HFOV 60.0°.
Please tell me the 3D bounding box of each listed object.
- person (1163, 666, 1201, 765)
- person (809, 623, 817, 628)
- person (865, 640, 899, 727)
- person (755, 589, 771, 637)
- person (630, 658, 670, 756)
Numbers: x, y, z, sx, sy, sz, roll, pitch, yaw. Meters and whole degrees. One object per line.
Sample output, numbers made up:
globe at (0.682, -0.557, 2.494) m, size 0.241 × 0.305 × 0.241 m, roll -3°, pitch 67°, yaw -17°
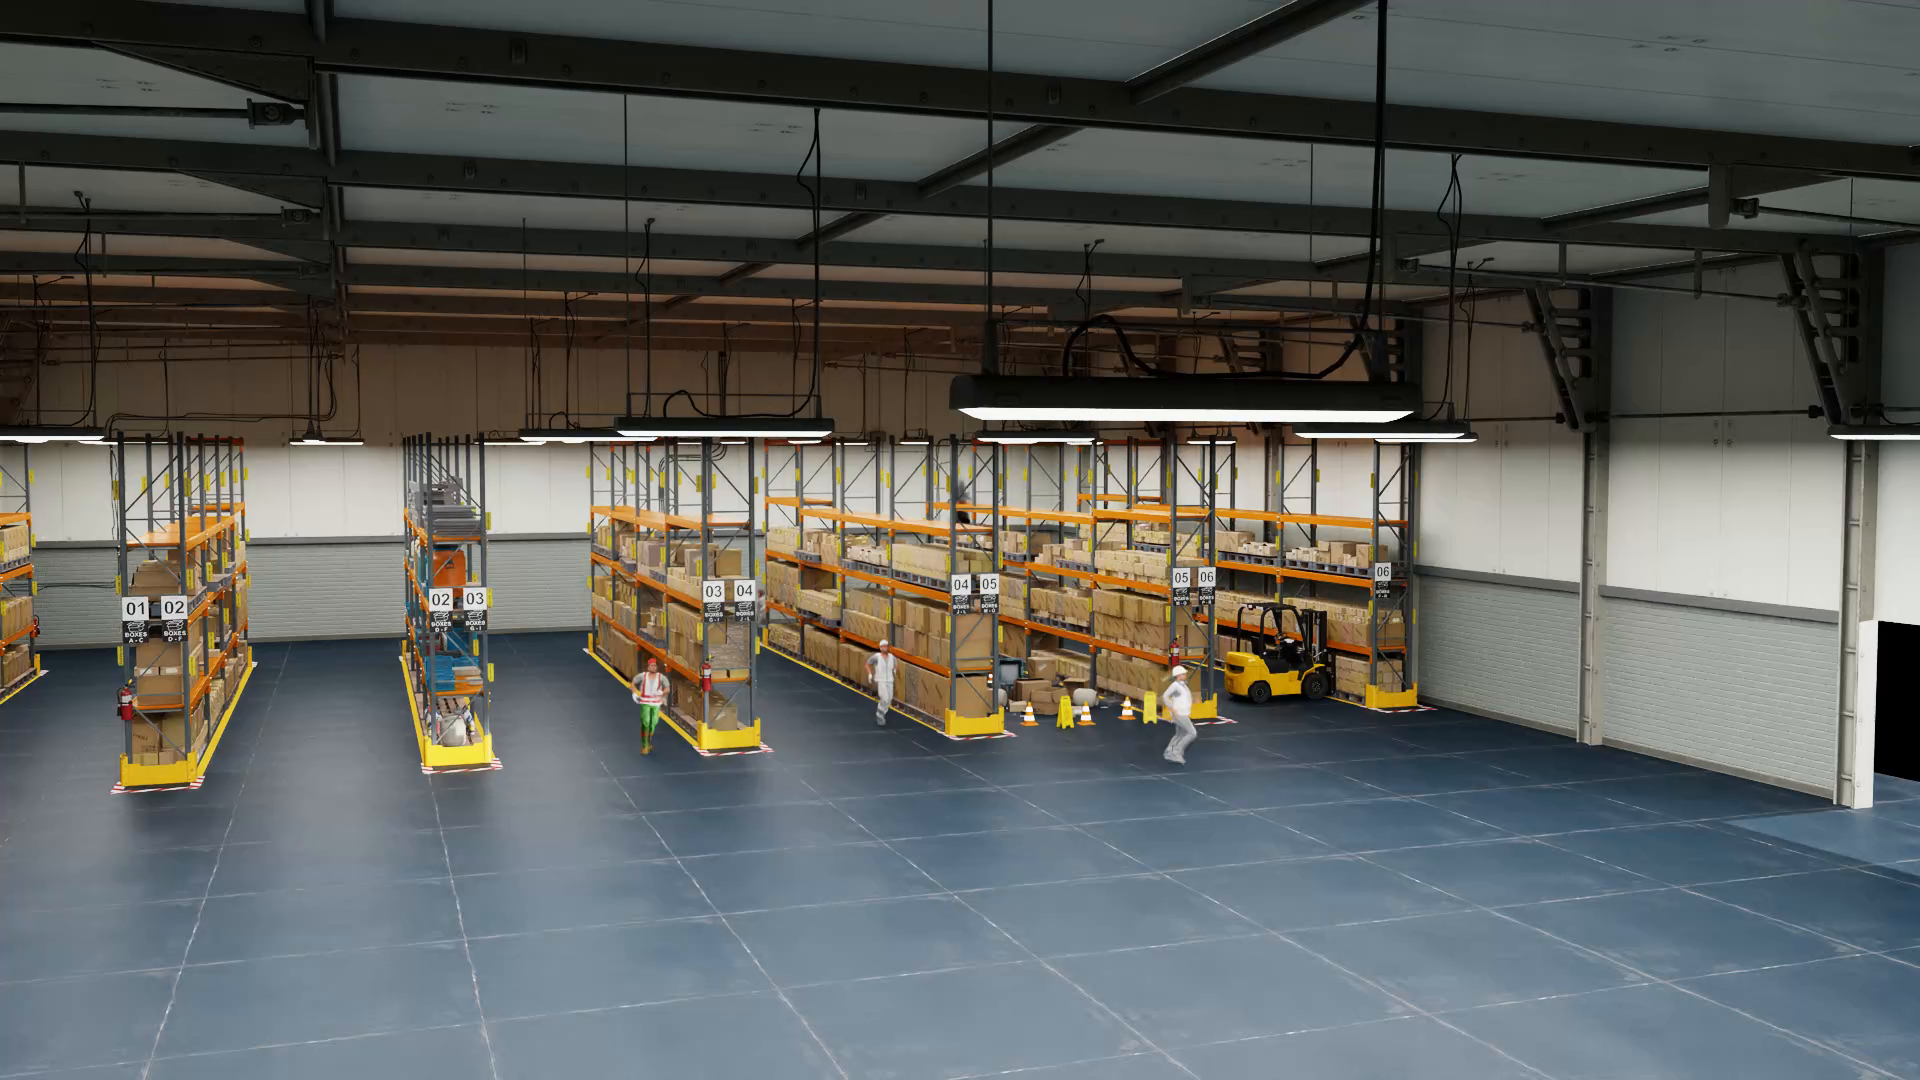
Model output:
person at (4.017, 3.171, 30.104) m, size 0.694 × 1.771 × 0.631 m, roll 1°, pitch 3°, yaw 20°
person at (-4.255, 2.084, 50.054) m, size 0.825 × 1.847 × 0.666 m, roll -1°, pitch 3°, yaw -18°
person at (-1.542, 2.938, 34.086) m, size 0.641 × 1.775 × 0.690 m, roll -2°, pitch 4°, yaw -30°
person at (-5.897, 2.230, 49.355) m, size 0.693 × 1.576 × 0.582 m, roll -2°, pitch 4°, yaw -32°
person at (-5.792, 3.122, 31.177) m, size 0.717 × 1.826 × 0.684 m, roll -1°, pitch 3°, yaw -18°
